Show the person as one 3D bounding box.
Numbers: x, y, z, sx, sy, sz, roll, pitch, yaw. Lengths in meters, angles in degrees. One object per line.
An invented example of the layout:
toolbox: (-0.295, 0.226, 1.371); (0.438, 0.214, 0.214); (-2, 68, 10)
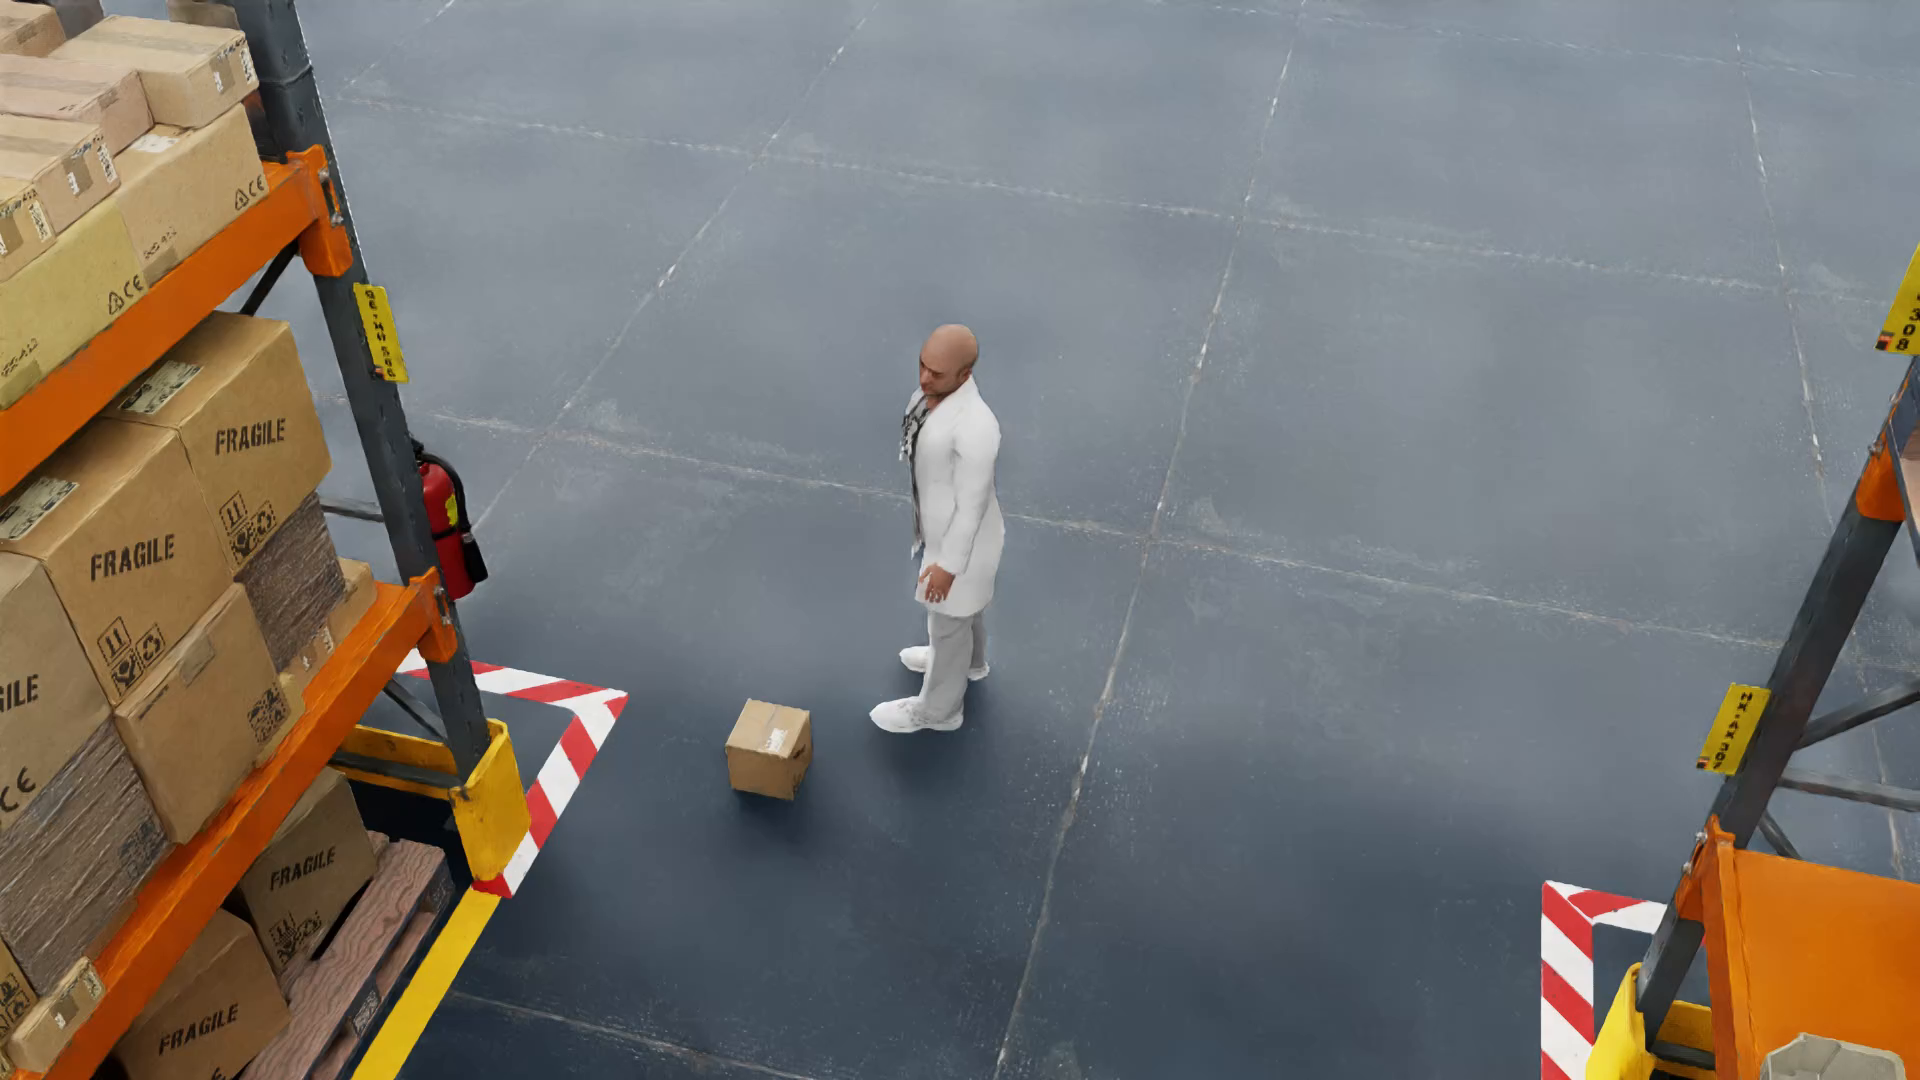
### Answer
person: (-0.125, -0.041, 6.179); (0.546, 1.785, 0.644); (-10, 42, -12)
